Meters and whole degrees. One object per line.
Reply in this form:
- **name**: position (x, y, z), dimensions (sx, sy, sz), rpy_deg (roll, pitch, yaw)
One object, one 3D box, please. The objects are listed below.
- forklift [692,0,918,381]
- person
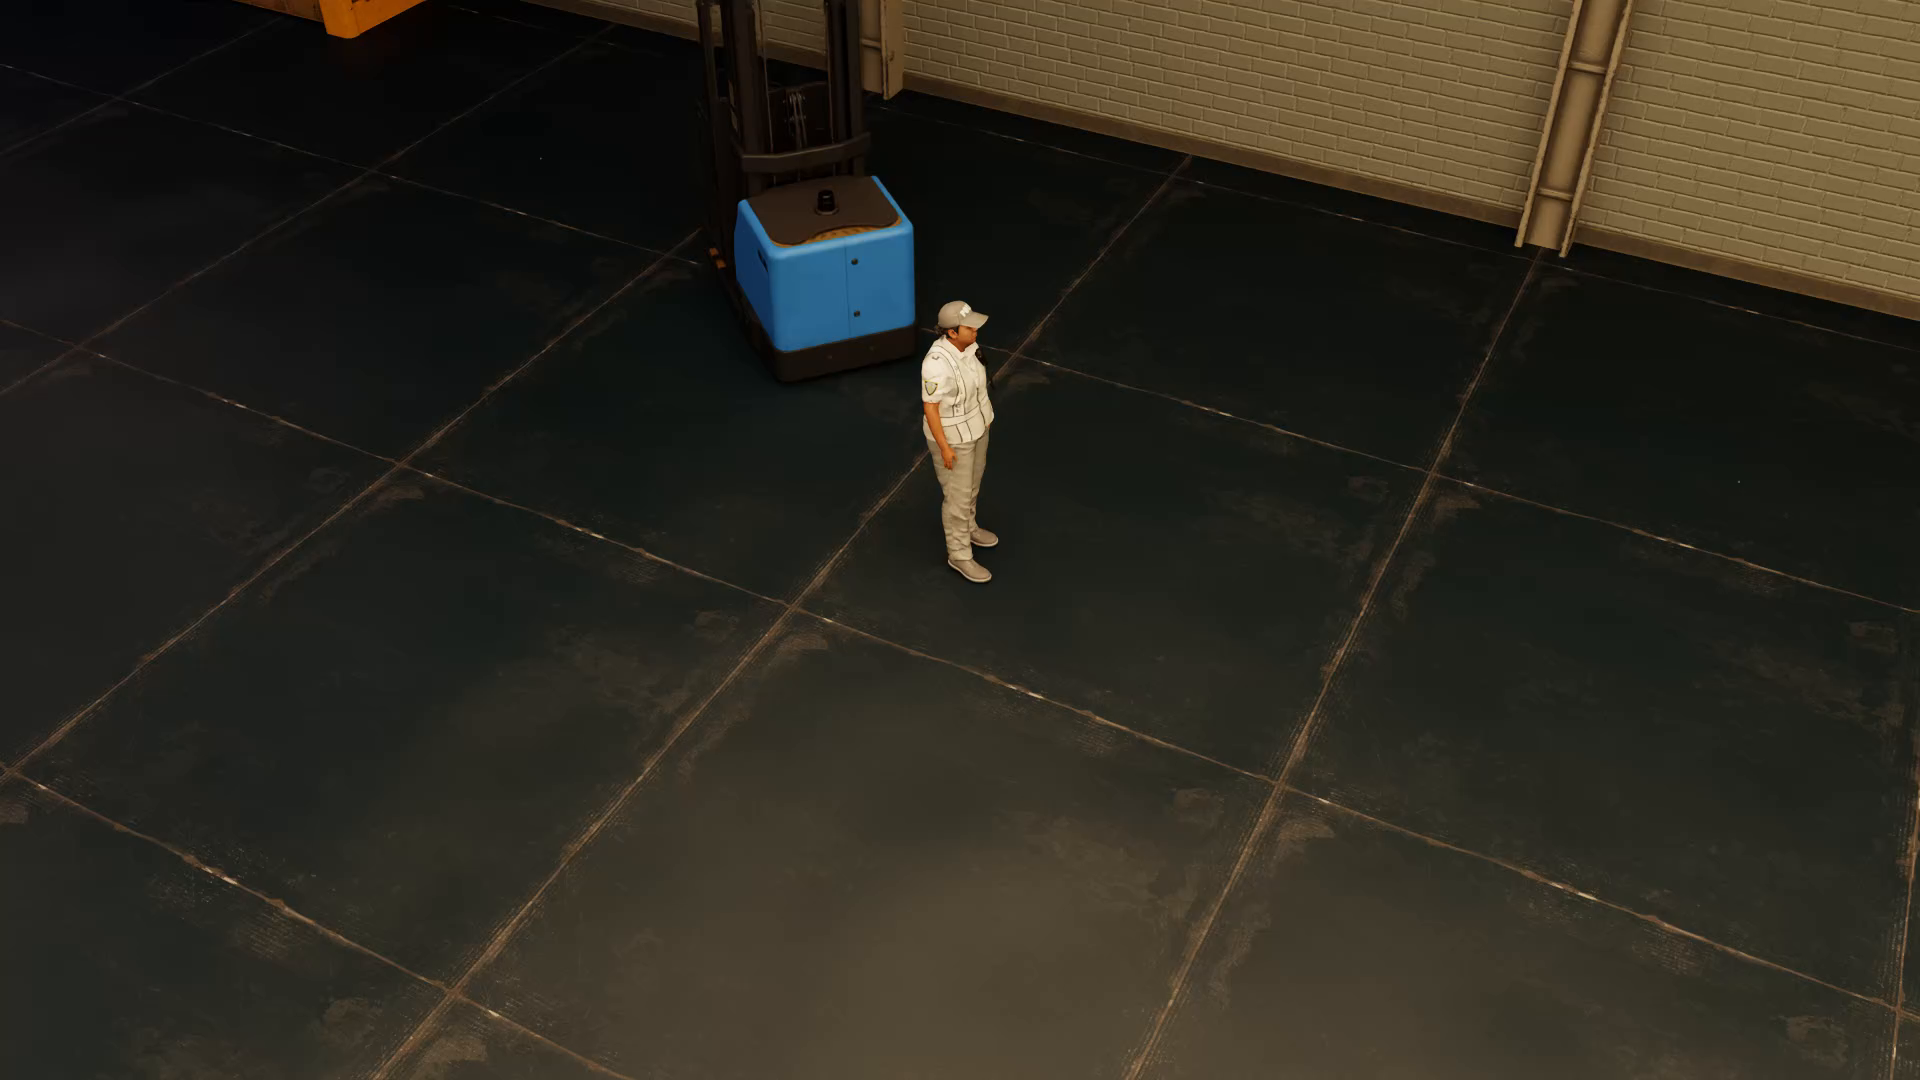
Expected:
- **forklift**: position (-1.307, -3.167, 11.747), dimensions (1.130, 2.935, 3.031), rpy_deg (-14, 42, -16)
- **person**: position (0.057, -0.607, 9.677), dimensions (0.529, 1.670, 0.597), rpy_deg (18, 43, 21)
